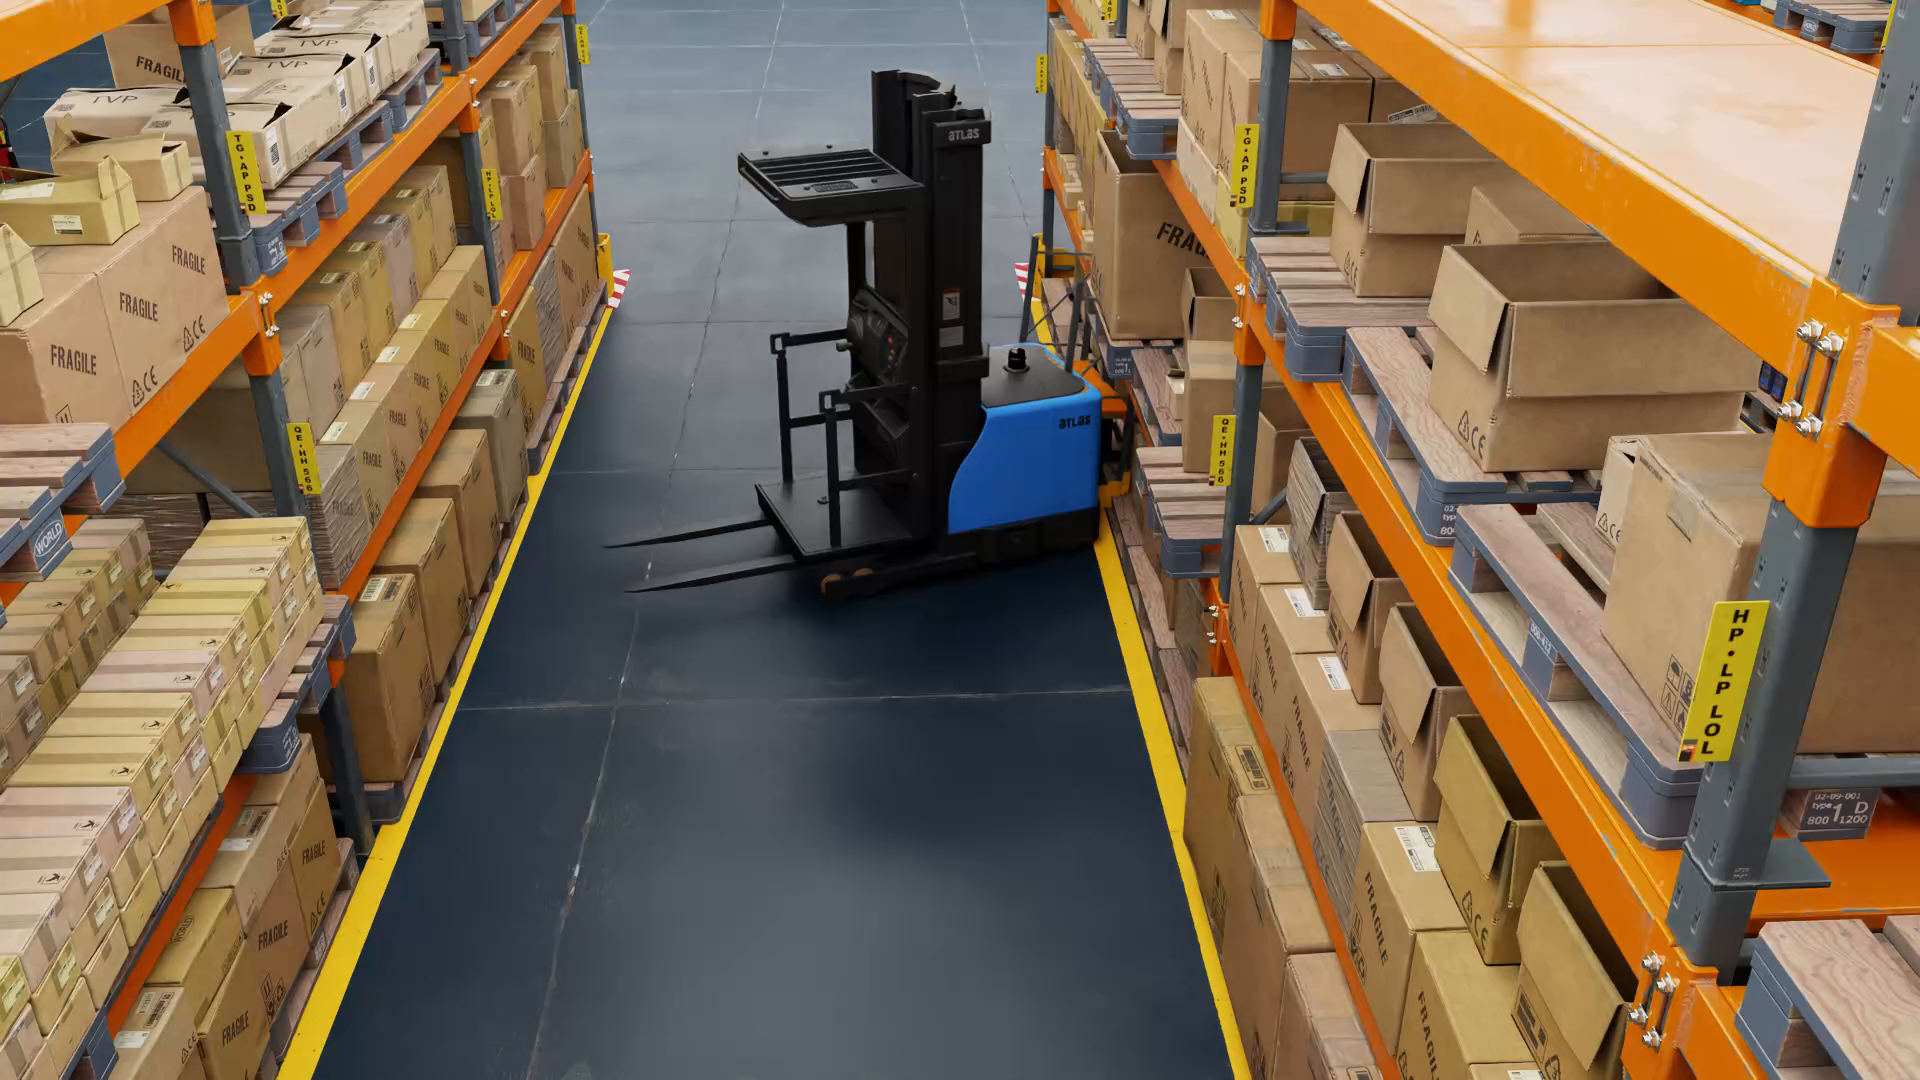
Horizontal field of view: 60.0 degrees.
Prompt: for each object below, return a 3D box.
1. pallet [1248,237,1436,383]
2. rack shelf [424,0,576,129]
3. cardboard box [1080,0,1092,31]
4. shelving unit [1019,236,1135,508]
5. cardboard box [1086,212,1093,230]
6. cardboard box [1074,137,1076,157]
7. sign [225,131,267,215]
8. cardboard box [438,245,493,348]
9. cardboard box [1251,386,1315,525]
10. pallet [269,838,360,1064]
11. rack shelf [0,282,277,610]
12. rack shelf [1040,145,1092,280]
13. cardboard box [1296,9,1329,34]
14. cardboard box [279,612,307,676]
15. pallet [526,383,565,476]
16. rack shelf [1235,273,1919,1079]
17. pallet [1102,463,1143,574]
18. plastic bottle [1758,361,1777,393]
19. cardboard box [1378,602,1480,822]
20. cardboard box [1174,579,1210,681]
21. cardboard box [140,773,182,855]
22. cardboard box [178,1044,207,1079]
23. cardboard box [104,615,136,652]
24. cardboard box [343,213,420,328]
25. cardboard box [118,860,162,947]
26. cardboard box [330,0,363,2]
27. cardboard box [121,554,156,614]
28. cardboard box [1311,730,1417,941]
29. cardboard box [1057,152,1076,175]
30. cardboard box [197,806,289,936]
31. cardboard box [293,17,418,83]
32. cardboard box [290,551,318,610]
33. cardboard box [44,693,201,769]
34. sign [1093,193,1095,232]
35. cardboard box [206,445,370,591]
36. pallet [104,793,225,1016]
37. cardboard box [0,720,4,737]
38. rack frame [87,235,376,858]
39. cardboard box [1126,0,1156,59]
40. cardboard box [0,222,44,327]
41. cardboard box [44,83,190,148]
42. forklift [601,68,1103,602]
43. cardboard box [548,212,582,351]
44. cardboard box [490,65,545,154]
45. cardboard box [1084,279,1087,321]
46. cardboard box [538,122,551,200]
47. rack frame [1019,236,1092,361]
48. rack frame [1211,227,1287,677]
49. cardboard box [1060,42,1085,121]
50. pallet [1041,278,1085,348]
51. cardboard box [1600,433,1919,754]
[{"bbox_3d":[1.745,-0.867,6.130,1.213,0.211,1.003,0,28,0],"label":"pallet"},{"bbox_3d":[-3.613,-3.626,11.993,1.077,0.370,4.000,-1,28,-3],"label":"rack shelf"},{"bbox_3d":[1.117,-3.709,11.536,0.500,0.250,0.500,-2,28,-3],"label":"cardboard box"},{"bbox_3d":[0.766,-1.120,10.991,0.587,1.500,1.083,0,26,-15],"label":"shelving unit"},{"bbox_3d":[1.129,-2.324,12.233,0.380,0.149,0.250,-1,28,-3],"label":"cardboard box"},{"bbox_3d":[1.388,-3.305,13.414,0.875,0.500,0.500,-1,28,-3],"label":"cardboard box"},{"bbox_3d":[-2.758,-1.415,6.417,0.100,0.325,0.005,-1,28,-3],"label":"sign"},{"bbox_3d":[-3.214,-1.501,10.276,0.500,0.500,0.500,-2,28,-3],"label":"cardboard box"},{"bbox_3d":[1.591,-0.396,7.704,0.500,0.500,0.500,-5,28,-9],"label":"cardboard box"},{"bbox_3d":[-3.260,1.753,7.160,1.003,0.211,1.213,-1,28,-3],"label":"pallet"},{"bbox_3d":[-3.195,0.069,4.909,1.077,0.370,4.000,-1,28,-3],"label":"rack shelf"},{"bbox_3d":[1.346,-2.369,12.826,1.077,0.370,4.000,-1,28,-3],"label":"rack shelf"},{"bbox_3d":[1.835,-2.203,7.837,0.500,0.500,0.500,-2,28,-4],"label":"cardboard box"},{"bbox_3d":[-2.804,0.413,6.533,0.380,0.149,0.250,-1,28,-3],"label":"cardboard box"},{"bbox_3d":[-3.470,-0.808,12.071,1.003,0.211,1.213,-1,28,-3],"label":"pallet"},{"bbox_3d":[1.763,-0.005,5.049,1.077,0.370,4.000,-1,28,-3],"label":"rack shelf"},{"bbox_3d":[1.492,-0.168,10.845,1.003,0.211,1.213,-1,28,-3],"label":"pallet"},{"bbox_3d":[6.065,-1.284,12.356,0.144,0.351,0.185,-3,28,-5],"label":"plastic bottle"},{"bbox_3d":[1.754,0.542,5.274,0.797,0.503,0.637,-1,28,-1],"label":"cardboard box"},{"bbox_3d":[1.562,0.431,8.907,0.700,0.500,0.500,-4,28,-7],"label":"cardboard box"},{"bbox_3d":[-2.736,0.881,5.313,0.380,0.149,0.250,-2,28,-4],"label":"cardboard box"},{"bbox_3d":[-2.935,2.092,5.745,0.500,0.500,0.500,-1,28,-2],"label":"cardboard box"},{"bbox_3d":[-3.464,0.417,6.525,0.380,0.149,0.250,0,28,0],"label":"cardboard box"},{"bbox_3d":[-3.422,-1.479,9.153,0.700,0.500,0.500,-1,28,-2],"label":"cardboard box"},{"bbox_3d":[-2.726,1.132,5.153,0.380,0.149,0.250,-2,28,-4],"label":"cardboard box"},{"bbox_3d":[-3.847,-3.301,10.301,0.380,0.149,0.250,-1,28,-3],"label":"cardboard box"},{"bbox_3d":[-3.475,0.177,6.662,0.380,0.149,0.250,0,28,0],"label":"cardboard box"},{"bbox_3d":[1.496,0.975,5.529,0.500,0.500,0.500,-1,28,-2],"label":"cardboard box"},{"bbox_3d":[1.010,-3.131,13.781,0.380,0.149,0.250,-1,28,-3],"label":"cardboard box"},{"bbox_3d":[-2.965,1.288,6.475,0.500,0.250,0.500,-1,28,-2],"label":"cardboard box"},{"bbox_3d":[-3.224,-2.620,8.887,0.500,0.250,0.500,-2,28,-3],"label":"cardboard box"},{"bbox_3d":[-2.819,0.166,6.683,0.380,0.149,0.250,-1,28,-2],"label":"cardboard box"},{"bbox_3d":[-2.751,0.630,5.473,0.380,0.149,0.250,0,28,0],"label":"cardboard box"},{"bbox_3d":[0.909,-2.132,10.657,0.100,0.325,0.005,-1,28,-3],"label":"sign"},{"bbox_3d":[-3.053,-0.102,7.594,0.500,0.500,0.500,-1,28,-2],"label":"cardboard box"},{"bbox_3d":[-3.155,1.154,5.501,1.003,0.211,1.213,-1,28,-3],"label":"pallet"},{"bbox_3d":[-3.399,0.642,5.449,0.380,0.149,0.250,-1,28,-1],"label":"cardboard box"},{"bbox_3d":[-3.300,0.156,7.207,1.000,3.000,0.127,-1,28,-3],"label":"rack frame"},{"bbox_3d":[1.376,-3.107,9.654,0.797,0.503,0.637,-3,28,-5],"label":"cardboard box"},{"bbox_3d":[-2.931,-0.784,4.829,0.396,0.266,0.258,-1,28,-3],"label":"cardboard box"},{"bbox_3d":[-3.654,-1.840,7.326,0.500,0.311,0.500,-1,28,-3],"label":"cardboard box"},{"bbox_3d":[-0.679,-1.203,9.888,3.031,2.935,1.130,-11,29,-19],"label":"forklift"},{"bbox_3d":[-3.568,-2.065,13.309,0.875,0.875,0.875,-2,28,-3],"label":"cardboard box"},{"bbox_3d":[-3.565,-3.156,12.228,0.875,0.550,0.500,-1,28,-3],"label":"cardboard box"},{"bbox_3d":[1.322,-2.125,13.831,0.500,0.500,0.500,6,28,11],"label":"cardboard box"},{"bbox_3d":[-3.698,-2.920,12.942,0.875,0.550,0.550,-1,28,-3],"label":"cardboard box"},{"bbox_3d":[0.648,-1.343,11.442,0.500,1.500,0.032,0,26,-15],"label":"rack frame"},{"bbox_3d":[1.659,0.083,7.347,1.000,3.000,0.127,-1,28,-3],"label":"rack frame"},{"bbox_3d":[1.044,-3.509,12.723,0.500,0.500,0.500,-1,28,-3],"label":"cardboard box"},{"bbox_3d":[1.252,-1.964,14.288,1.003,0.211,1.213,-1,28,-3],"label":"pallet"},{"bbox_3d":[1.827,0.102,3.505,0.700,0.500,0.500,-1,28,-1],"label":"cardboard box"}]
